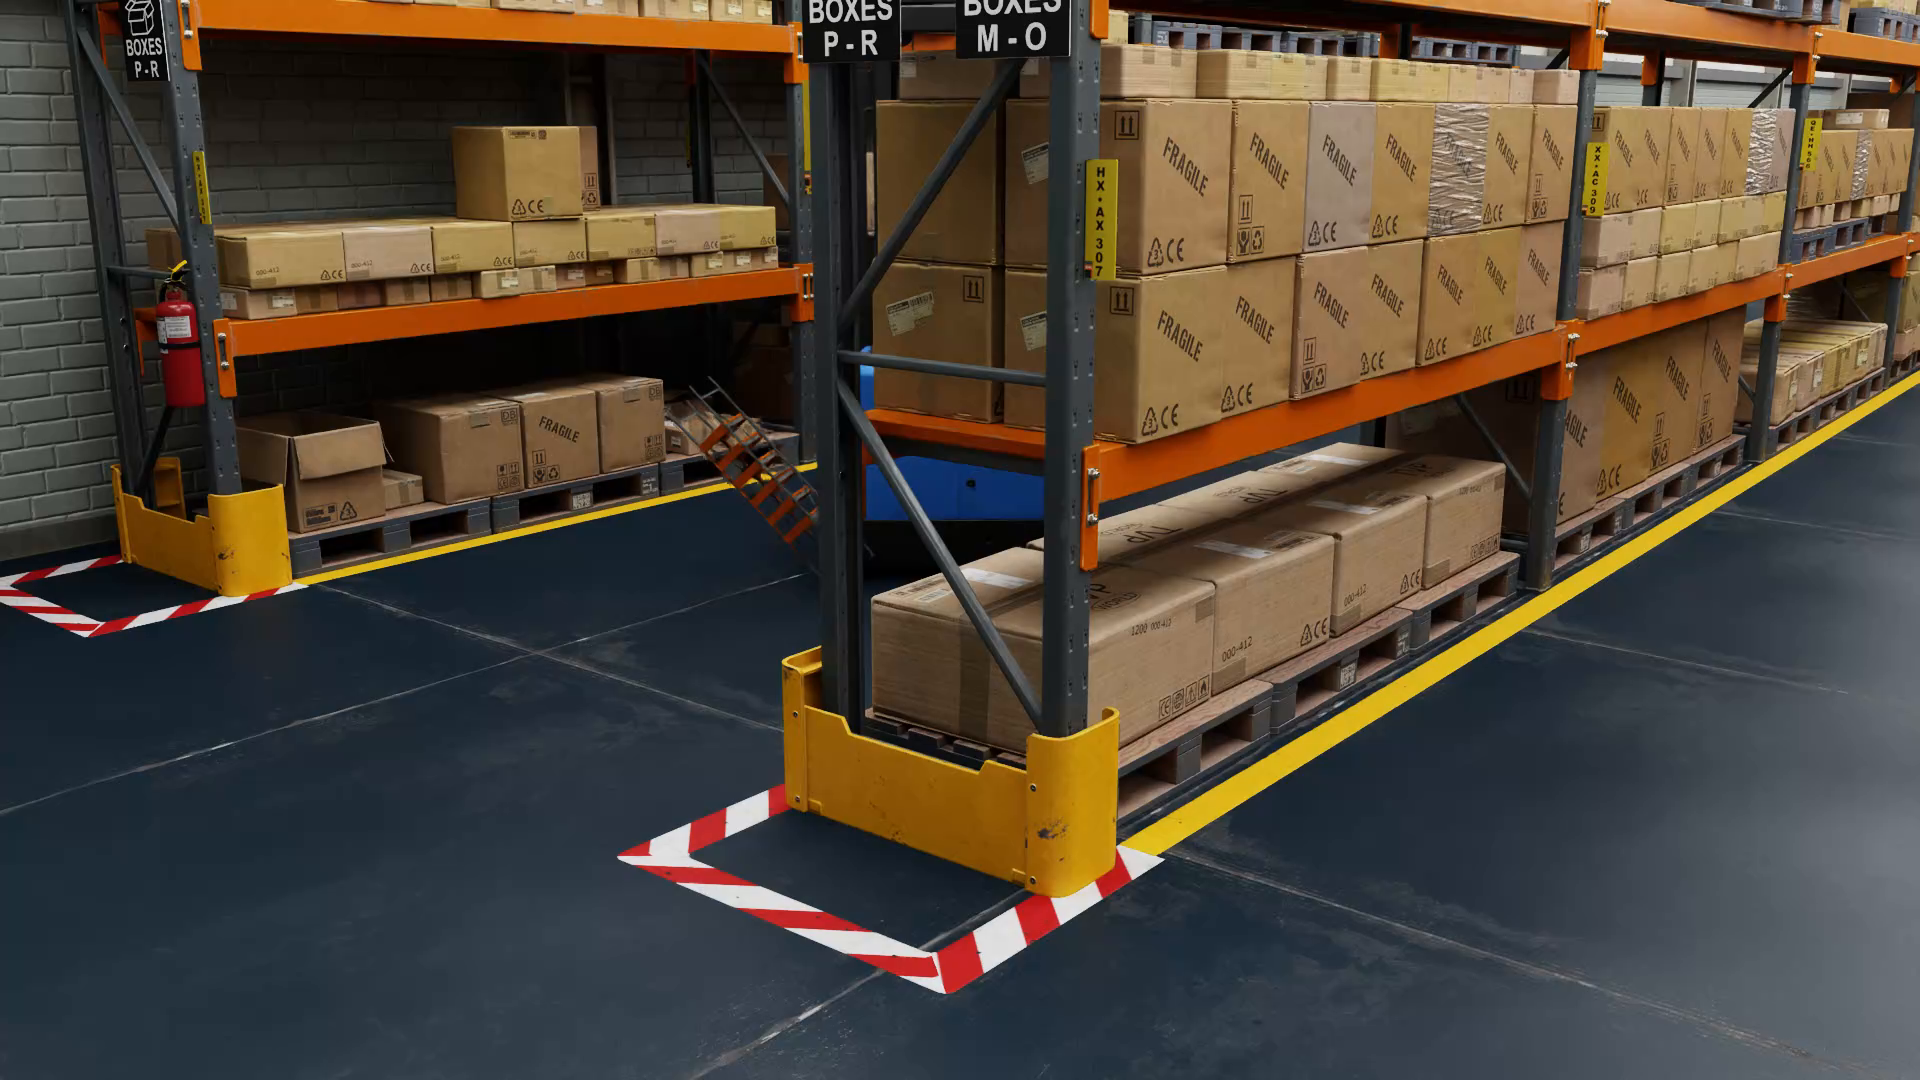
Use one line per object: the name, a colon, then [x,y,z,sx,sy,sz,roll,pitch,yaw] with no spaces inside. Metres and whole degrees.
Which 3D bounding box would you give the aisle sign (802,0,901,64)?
aisle sign: [-0.325,-1.806,4.860,0.394,0.787,0.004,11,18,38]

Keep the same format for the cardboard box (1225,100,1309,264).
cardboard box: [0.804,-1.193,5.493,0.500,0.500,0.500,11,18,36]

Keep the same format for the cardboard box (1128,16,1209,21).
cardboard box: [1.771,-4.667,14.050,0.500,0.500,0.500,11,18,38]

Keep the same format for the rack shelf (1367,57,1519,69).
rack shelf: [4.897,-5.066,18.340,1.077,0.370,4.000,11,18,38]

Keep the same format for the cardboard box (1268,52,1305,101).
cardboard box: [0.913,-1.531,5.506,0.380,0.149,0.250,11,18,36]

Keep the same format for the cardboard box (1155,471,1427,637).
cardboard box: [1.435,0.035,7.242,0.875,0.438,0.875,11,18,36]

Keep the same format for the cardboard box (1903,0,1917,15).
cardboard box: [7.249,-4.260,13.161,0.500,0.250,0.500,11,18,36]

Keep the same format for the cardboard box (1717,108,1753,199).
cardboard box: [4.234,-2.244,9.630,0.500,0.500,0.500,11,18,38]

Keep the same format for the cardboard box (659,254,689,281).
cardboard box: [-1.869,-1.671,10.118,0.380,0.149,0.250,12,18,39]

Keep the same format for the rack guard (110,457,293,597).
rack guard: [-3.854,-0.082,8.432,1.175,0.500,0.348,11,18,38]

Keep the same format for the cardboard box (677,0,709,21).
cardboard box: [-1.716,-3.166,9.913,0.380,0.149,0.250,12,19,39]

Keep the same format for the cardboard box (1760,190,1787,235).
cardboard box: [4.883,-2.082,10.514,0.500,0.250,0.500,11,18,37]

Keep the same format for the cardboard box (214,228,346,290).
cardboard box: [-3.407,-1.396,8.227,0.500,0.250,0.500,11,18,38]

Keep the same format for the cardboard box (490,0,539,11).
cardboard box: [-2.482,-2.915,8.924,0.380,0.149,0.250,11,18,38]

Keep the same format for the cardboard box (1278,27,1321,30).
cardboard box: [3.185,-4.904,15.697,0.380,0.149,0.250,11,18,37]

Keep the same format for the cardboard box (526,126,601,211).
cardboard box: [-2.531,-2.236,10.011,0.500,0.500,0.500,11,18,36]

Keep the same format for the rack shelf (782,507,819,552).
rack shelf: [-0.735,-0.069,8.154,0.180,0.103,0.258,-42,2,25]

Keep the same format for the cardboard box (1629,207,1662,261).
cardboard box: [3.277,-1.592,8.588,0.500,0.250,0.500,12,18,38]

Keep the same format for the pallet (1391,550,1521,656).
pallet: [1.937,0.207,7.879,1.003,0.211,1.213,11,18,38]

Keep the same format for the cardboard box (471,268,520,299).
cardboard box: [-2.633,-1.417,9.119,0.380,0.149,0.250,11,18,36]

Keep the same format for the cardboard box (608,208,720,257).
cardboard box: [-1.821,-1.883,10.145,0.500,0.250,0.500,11,18,38]

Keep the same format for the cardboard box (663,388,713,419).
cardboard box: [-1.987,-0.856,11.007,0.500,0.311,0.500,12,19,39]

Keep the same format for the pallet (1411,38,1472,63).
pallet: [4.923,-5.388,18.329,1.003,0.211,1.213,11,18,38]

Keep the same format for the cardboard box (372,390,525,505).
cardboard box: [-2.876,-0.532,9.347,0.700,0.500,0.500,12,19,40]

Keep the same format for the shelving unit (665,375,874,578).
shelving unit: [-0.927,-0.278,8.145,0.189,1.200,0.258,-42,2,25]

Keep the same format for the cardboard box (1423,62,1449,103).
cardboard box: [1.677,-1.782,6.495,0.380,0.149,0.250,11,18,36]

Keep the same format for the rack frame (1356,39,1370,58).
rack frame: [3.640,-3.577,17.113,1.000,3.000,0.127,11,18,38]

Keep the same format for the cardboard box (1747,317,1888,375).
cardboard box: [7.176,-1.639,13.967,0.950,0.372,0.625,12,18,38]

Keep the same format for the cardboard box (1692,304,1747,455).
cardboard box: [4.491,-1.098,10.817,0.875,0.875,0.875,11,18,37]

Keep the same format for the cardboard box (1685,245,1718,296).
cardboard box: [3.937,-1.538,9.390,0.500,0.250,0.500,11,18,37]

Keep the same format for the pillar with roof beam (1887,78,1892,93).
pillar with roof beam: [27.219,-12.336,39.407,9.100,9.000,0.400,11,18,38]

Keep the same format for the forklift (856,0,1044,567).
forklift: [-0.035,-1.590,9.427,1.130,2.935,3.031,0,14,-1]

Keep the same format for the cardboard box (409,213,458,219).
cardboard box: [-2.850,-1.773,9.710,0.500,0.250,0.500,11,18,37]

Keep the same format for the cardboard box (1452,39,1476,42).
cardboard box: [5.344,-5.795,18.490,0.700,0.500,0.500,11,18,38]

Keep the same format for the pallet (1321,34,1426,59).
pallet: [4.156,-5.156,17.413,1.003,0.211,1.213,11,18,38]

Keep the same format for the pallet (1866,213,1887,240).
pallet: [6.910,-2.593,13.628,1.003,0.211,1.213,11,18,38]

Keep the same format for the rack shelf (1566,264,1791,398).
rack shelf: [3.732,-1.312,9.658,1.077,0.370,4.000,11,18,38]

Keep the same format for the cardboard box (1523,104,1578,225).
cardboard box: [2.394,-1.678,7.402,0.500,0.500,0.500,11,18,37]

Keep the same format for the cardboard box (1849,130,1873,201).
cardboard box: [6.423,-2.789,12.348,0.500,0.500,0.500,10,18,35]

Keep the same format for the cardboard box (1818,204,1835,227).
cardboard box: [5.939,-2.303,11.753,0.380,0.149,0.250,11,18,38]

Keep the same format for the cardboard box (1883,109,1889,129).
cardboard box: [6.966,-3.263,12.899,0.380,0.149,0.250,11,18,36]

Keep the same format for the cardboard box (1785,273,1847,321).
cardboard box: [7.667,-2.199,14.896,0.500,0.500,0.500,11,18,37]

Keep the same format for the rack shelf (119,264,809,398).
rack shelf: [-2.645,-1.314,9.663,1.077,0.370,4.000,11,18,38]

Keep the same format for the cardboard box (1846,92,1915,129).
cardboard box: [7.949,-3.538,14.120,0.700,0.500,0.500,11,18,37]

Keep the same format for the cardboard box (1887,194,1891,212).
cardboard box: [7.215,-2.703,13.327,0.380,0.149,0.250,11,18,36]

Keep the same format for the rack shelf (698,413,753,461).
rack shelf: [-1.141,-0.510,8.135,0.180,0.103,0.258,-42,2,25]

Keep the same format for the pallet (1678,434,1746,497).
pallet: [4.435,-0.553,10.872,1.003,0.211,1.213,11,18,38]

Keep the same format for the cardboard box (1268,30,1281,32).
cardboard box: [2.954,-5.029,16.190,0.380,0.149,0.250,11,18,38]

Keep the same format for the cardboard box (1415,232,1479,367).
cardboard box: [1.759,-1.000,6.765,0.500,0.500,0.500,11,18,37]

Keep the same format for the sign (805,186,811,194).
sign: [-0.961,-2.382,10.651,0.100,0.325,0.005,11,18,38]

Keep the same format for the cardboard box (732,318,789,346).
cardboard box: [-1.381,-1.467,11.711,0.380,0.149,0.250,10,18,35]

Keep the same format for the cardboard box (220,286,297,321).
cardboard box: [-3.482,-1.178,8.178,0.380,0.149,0.250,11,18,37]

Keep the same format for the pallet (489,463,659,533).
pallet: [-2.587,-0.328,9.985,1.003,0.211,1.213,11,18,38]

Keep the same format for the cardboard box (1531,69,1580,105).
cardboard box: [2.529,-2.017,7.420,0.380,0.149,0.250,11,18,36]

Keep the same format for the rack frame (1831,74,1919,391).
rack frame: [7.503,-2.810,14.092,1.000,3.000,0.127,11,18,38]
